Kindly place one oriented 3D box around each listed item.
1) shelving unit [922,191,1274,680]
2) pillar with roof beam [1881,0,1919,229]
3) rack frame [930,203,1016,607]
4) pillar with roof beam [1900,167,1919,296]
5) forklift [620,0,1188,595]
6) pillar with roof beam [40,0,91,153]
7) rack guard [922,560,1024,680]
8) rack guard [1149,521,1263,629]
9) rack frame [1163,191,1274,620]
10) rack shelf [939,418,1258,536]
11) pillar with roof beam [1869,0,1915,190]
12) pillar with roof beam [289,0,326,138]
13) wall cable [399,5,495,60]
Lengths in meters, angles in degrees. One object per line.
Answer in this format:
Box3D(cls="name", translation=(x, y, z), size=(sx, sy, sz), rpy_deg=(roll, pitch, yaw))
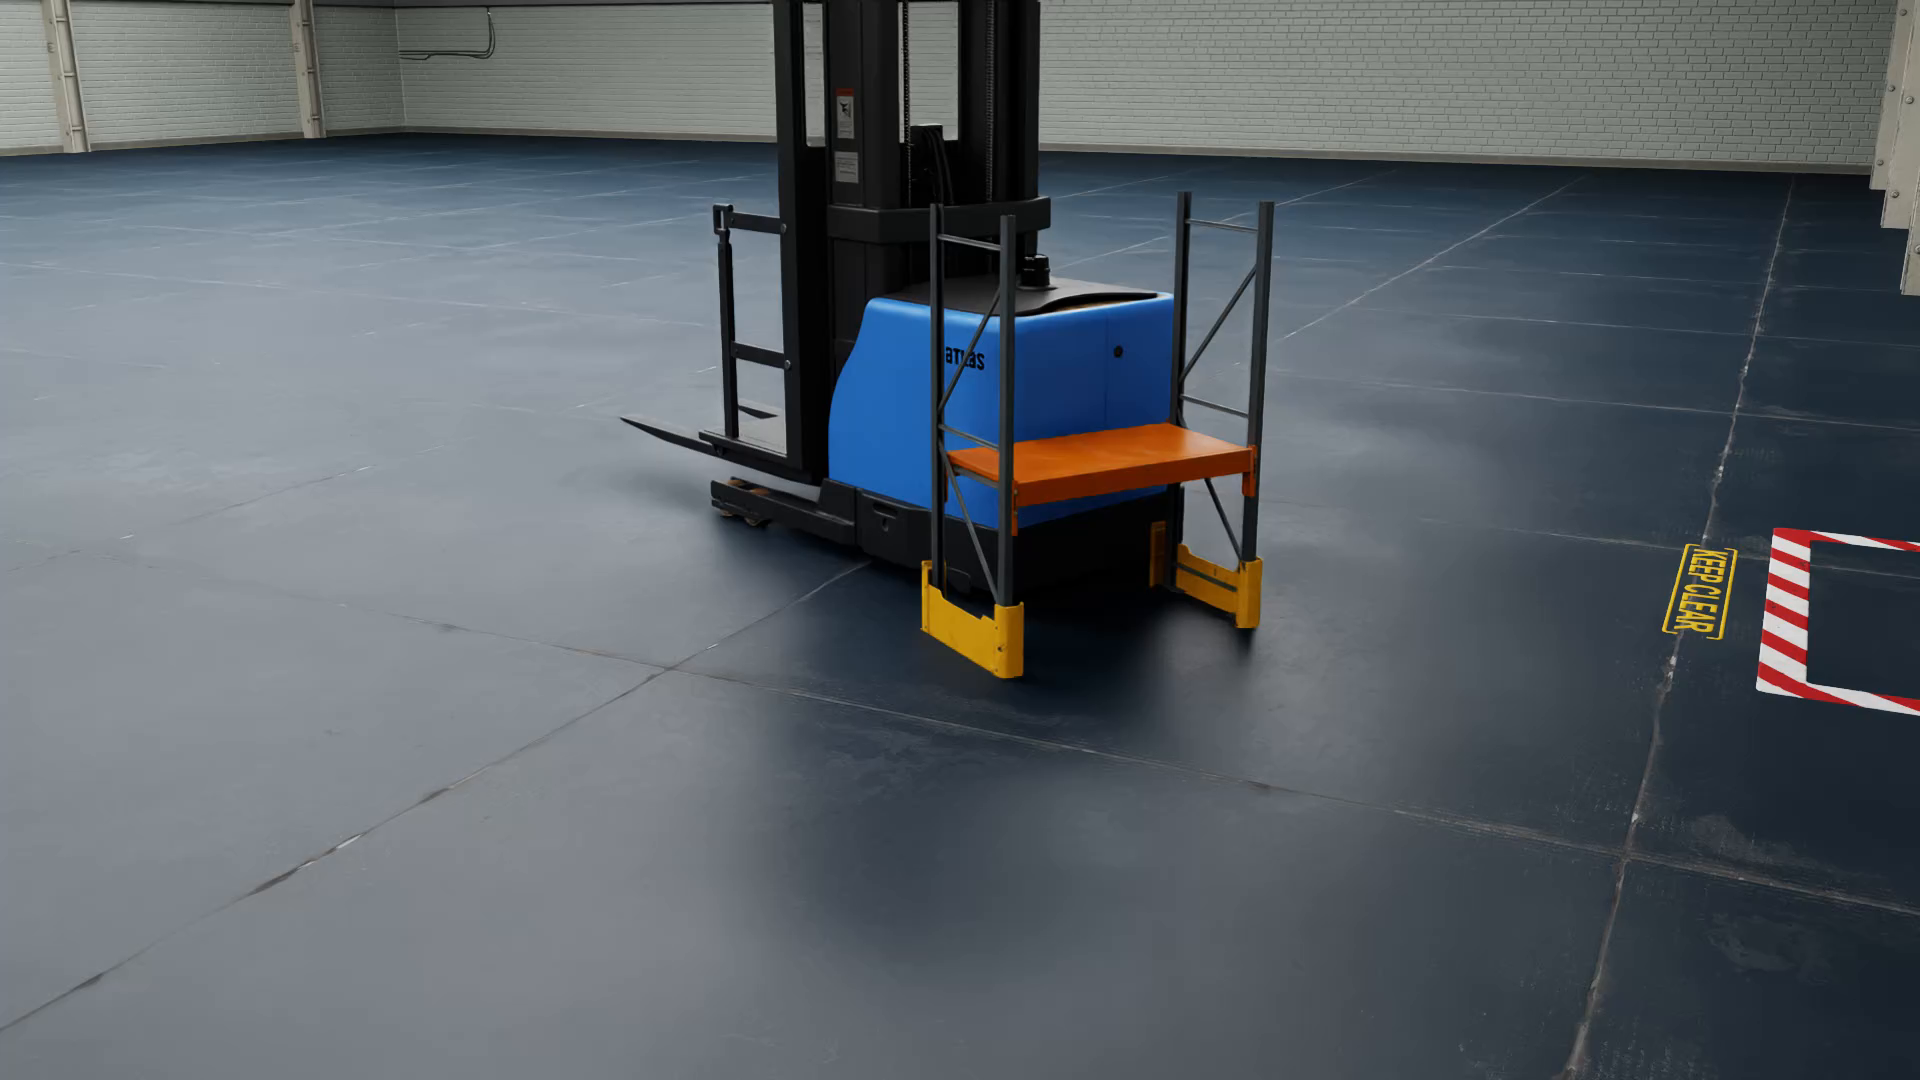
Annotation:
Box3D(cls="shelving unit", translation=(0.470, -0.405, 5.755), size=(1.083, 1.500, 0.587), rpy_deg=(-9, 19, -28))
Box3D(cls="pillar with roof beam", translation=(6.965, -8.481, 19.775), size=(9.100, 9.000, 0.400), rpy_deg=(8, 18, 25))
Box3D(cls="rack frame", translation=(0.036, -0.335, 5.519), size=(0.032, 1.500, 0.500), rpy_deg=(-9, 19, -28))
Box3D(cls="pillar with roof beam", translation=(4.284, -6.953, 14.630), size=(9.100, 9.000, 0.400), rpy_deg=(8, 18, 25))
Box3D(cls="forklift", translation=(-0.451, -1.550, 7.095), size=(1.130, 2.935, 3.031), rpy_deg=(-14, 22, -39))
Box3D(cls="pillar with roof beam", translation=(-13.513, -11.394, 29.580), size=(9.100, 9.000, 0.400), rpy_deg=(8, 18, 25))
Box3D(cls="rack guard", translation=(0.037, 0.264, 5.697), size=(0.087, 0.250, 0.587), rpy_deg=(-9, 19, -28))
Box3D(cls="rack guard", translation=(0.903, 0.124, 6.169), size=(0.087, 0.250, 0.587), rpy_deg=(-9, 19, -28))
Box3D(cls="rack frame", translation=(0.920, -0.478, 6.000), size=(0.032, 1.500, 0.500), rpy_deg=(-9, 19, -28))
Box3D(cls="rack shelf", translation=(0.478, -0.234, 5.811), size=(1.000, 0.185, 0.538), rpy_deg=(-9, 19, -28))
Box3D(cls="pillar with roof beam", translation=(9.646, -10.010, 24.921), size=(9.100, 9.000, 0.400), rpy_deg=(8, 18, 25))
Box3D(cls="pillar with roof beam", translation=(-10.831, -12.922, 34.725), size=(9.100, 9.000, 0.400), rpy_deg=(8, 18, 25))
Box3D(cls="wall cable", translation=(-12.183, -12.563, 38.972), size=(3.097, 2.526, 0.112), rpy_deg=(8, 18, 25))
